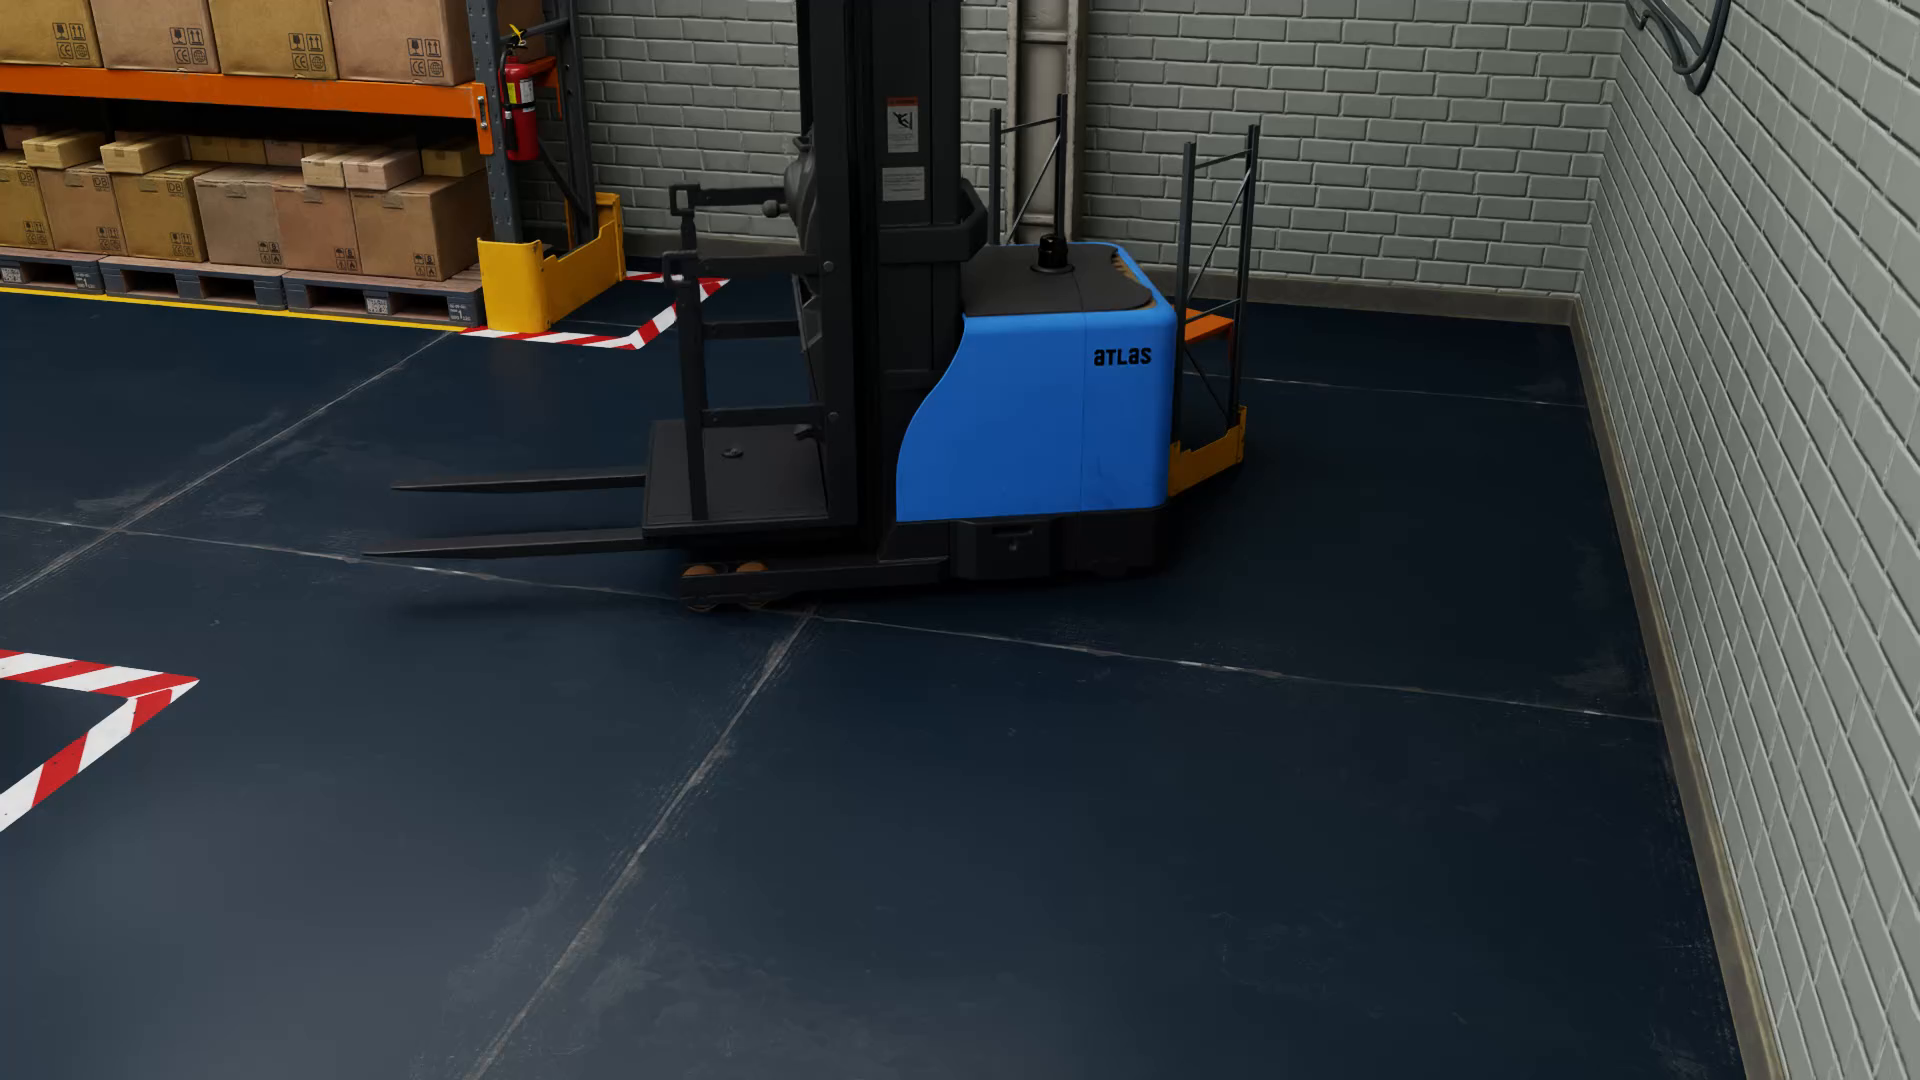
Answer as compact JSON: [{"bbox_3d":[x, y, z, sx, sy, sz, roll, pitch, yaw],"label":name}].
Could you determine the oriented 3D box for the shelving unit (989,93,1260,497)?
[{"bbox_3d":[0.690,-1.104,7.324,1.083,1.500,0.587,21,33,37],"label":"shelving unit"}]

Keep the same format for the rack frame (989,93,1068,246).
[{"bbox_3d":[0.306,-1.253,7.638,0.032,1.500,0.500,21,33,37],"label":"rack frame"}]

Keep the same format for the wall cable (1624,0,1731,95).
[{"bbox_3d":[3.043,-3.297,6.819,0.112,2.526,3.097,6,26,13],"label":"wall cable"}]

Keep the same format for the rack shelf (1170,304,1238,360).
[{"bbox_3d":[0.683,-0.944,7.407,1.000,0.185,0.538,21,33,37],"label":"rack shelf"}]

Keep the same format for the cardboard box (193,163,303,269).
[{"bbox_3d":[-4.020,-1.946,9.767,0.500,0.500,0.700,5,26,11],"label":"cardboard box"}]

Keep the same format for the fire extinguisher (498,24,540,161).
[{"bbox_3d":[-2.314,-2.333,8.684,0.183,0.674,0.296,6,26,13],"label":"fire extinguisher"}]

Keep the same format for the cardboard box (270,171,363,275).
[{"bbox_3d":[-3.533,-1.892,9.654,0.500,0.500,0.700,6,26,13],"label":"cardboard box"}]

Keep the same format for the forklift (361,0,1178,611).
[{"bbox_3d":[-0.752,-1.300,6.071,3.031,2.935,1.130,-3,26,-7],"label":"forklift"}]

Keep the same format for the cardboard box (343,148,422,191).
[{"bbox_3d":[-3.218,-2.069,9.272,0.250,0.149,0.380,6,26,12],"label":"cardboard box"}]

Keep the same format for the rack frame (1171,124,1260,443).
[{"bbox_3d":[1.059,-0.960,7.021,0.032,1.500,0.500,21,33,37],"label":"rack frame"}]

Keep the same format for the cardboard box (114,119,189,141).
[{"bbox_3d":[-4.845,-2.418,10.005,0.250,0.149,0.380,5,26,11],"label":"cardboard box"}]

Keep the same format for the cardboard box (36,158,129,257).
[{"bbox_3d":[-5.035,-2.056,9.998,0.500,0.500,0.700,6,26,12],"label":"cardboard box"}]

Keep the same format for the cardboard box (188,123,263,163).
[{"bbox_3d":[-4.351,-2.364,9.890,0.250,0.149,0.380,6,26,12],"label":"cardboard box"}]

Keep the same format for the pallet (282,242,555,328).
[{"bbox_3d":[-3.139,-1.538,9.736,1.213,0.211,1.003,6,26,13],"label":"pallet"}]

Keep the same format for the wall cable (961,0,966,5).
[{"bbox_3d":[-0.870,-3.460,9.346,1.851,1.984,0.084,6,26,13],"label":"wall cable"}]

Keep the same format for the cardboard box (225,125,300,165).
[{"bbox_3d":[-4.106,-2.336,9.833,0.250,0.149,0.380,7,26,14],"label":"cardboard box"}]

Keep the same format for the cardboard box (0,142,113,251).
[{"bbox_3d":[-5.521,-2.111,10.114,0.500,0.500,0.700,7,26,14],"label":"cardboard box"}]

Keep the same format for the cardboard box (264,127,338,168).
[{"bbox_3d":[-3.857,-2.309,9.776,0.250,0.149,0.380,7,26,14],"label":"cardboard box"}]

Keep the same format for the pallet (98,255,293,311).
[{"bbox_3d":[-4.317,-1.670,10.012,1.213,0.211,1.003,6,26,13],"label":"pallet"}]

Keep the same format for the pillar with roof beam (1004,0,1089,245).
[{"bbox_3d":[-0.587,-3.732,4.120,0.400,9.000,9.100,6,26,13],"label":"pillar with roof beam"}]

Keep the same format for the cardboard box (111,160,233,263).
[{"bbox_3d":[-4.538,-2.000,9.880,0.500,0.500,0.700,7,26,14],"label":"cardboard box"}]

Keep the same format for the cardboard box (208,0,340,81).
[{"bbox_3d":[-3.549,-3.004,9.220,0.700,0.700,0.980,6,26,13],"label":"cardboard box"}]

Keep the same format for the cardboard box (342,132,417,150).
[{"bbox_3d":[-3.368,-2.255,9.663,0.250,0.149,0.380,6,26,13],"label":"cardboard box"}]

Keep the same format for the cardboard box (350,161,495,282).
[{"bbox_3d":[-3.048,-1.839,9.542,0.500,0.500,0.700,6,26,13],"label":"cardboard box"}]

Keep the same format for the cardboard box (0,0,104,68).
[{"bbox_3d":[-4.992,-3.163,9.555,0.700,0.700,0.980,6,26,12],"label":"cardboard box"}]

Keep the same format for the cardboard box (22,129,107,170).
[{"bbox_3d":[-5.234,-2.291,9.738,0.250,0.149,0.380,7,26,15],"label":"cardboard box"}]

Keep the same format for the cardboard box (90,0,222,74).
[{"bbox_3d":[-4.285,-3.089,9.400,0.700,0.700,0.980,5,26,10],"label":"cardboard box"}]

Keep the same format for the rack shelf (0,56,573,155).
[{"bbox_3d":[-4.282,-2.634,9.629,4.000,0.370,1.077,6,26,13],"label":"rack shelf"}]

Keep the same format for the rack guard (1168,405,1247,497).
[{"bbox_3d":[1.059,-0.396,7.291,0.087,0.250,0.587,21,33,37],"label":"rack guard"}]

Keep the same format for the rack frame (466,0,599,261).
[{"bbox_3d":[-2.345,-2.744,9.025,0.127,3.000,1.000,6,26,13],"label":"rack frame"}]

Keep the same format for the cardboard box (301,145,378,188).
[{"bbox_3d":[-3.466,-2.097,9.329,0.250,0.149,0.380,7,26,14],"label":"cardboard box"}]

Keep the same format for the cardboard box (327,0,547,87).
[{"bbox_3d":[-2.842,-2.930,9.066,0.700,0.700,0.980,8,26,15],"label":"cardboard box"}]

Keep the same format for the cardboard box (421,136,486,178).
[{"bbox_3d":[-2.877,-2.201,9.549,0.250,0.149,0.380,6,26,13],"label":"cardboard box"}]

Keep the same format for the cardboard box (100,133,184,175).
[{"bbox_3d":[-4.729,-2.235,9.621,0.250,0.149,0.380,6,26,12],"label":"cardboard box"}]

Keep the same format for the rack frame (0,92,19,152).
[{"bbox_3d":[-6.219,-3.173,9.924,0.127,3.000,1.000,6,26,13],"label":"rack frame"}]

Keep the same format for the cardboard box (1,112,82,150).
[{"bbox_3d":[-5.612,-2.502,10.181,0.250,0.149,0.380,6,26,13],"label":"cardboard box"}]

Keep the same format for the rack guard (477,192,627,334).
[{"bbox_3d":[-2.322,-1.613,9.557,0.348,0.500,1.175,6,26,13],"label":"rack guard"}]

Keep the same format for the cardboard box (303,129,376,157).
[{"bbox_3d":[-3.610,-2.282,9.719,0.250,0.149,0.380,7,26,13],"label":"cardboard box"}]

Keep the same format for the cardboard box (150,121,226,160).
[{"bbox_3d":[-4.601,-2.391,9.948,0.250,0.149,0.380,7,26,14],"label":"cardboard box"}]

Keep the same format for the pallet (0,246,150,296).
[{"bbox_3d":[-5.502,-1.800,10.284,1.213,0.211,1.003,6,26,13],"label":"pallet"}]

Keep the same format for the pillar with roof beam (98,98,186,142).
[{"bbox_3d":[-6.398,-4.374,5.469,0.400,9.000,9.100,6,26,13],"label":"pillar with roof beam"}]
